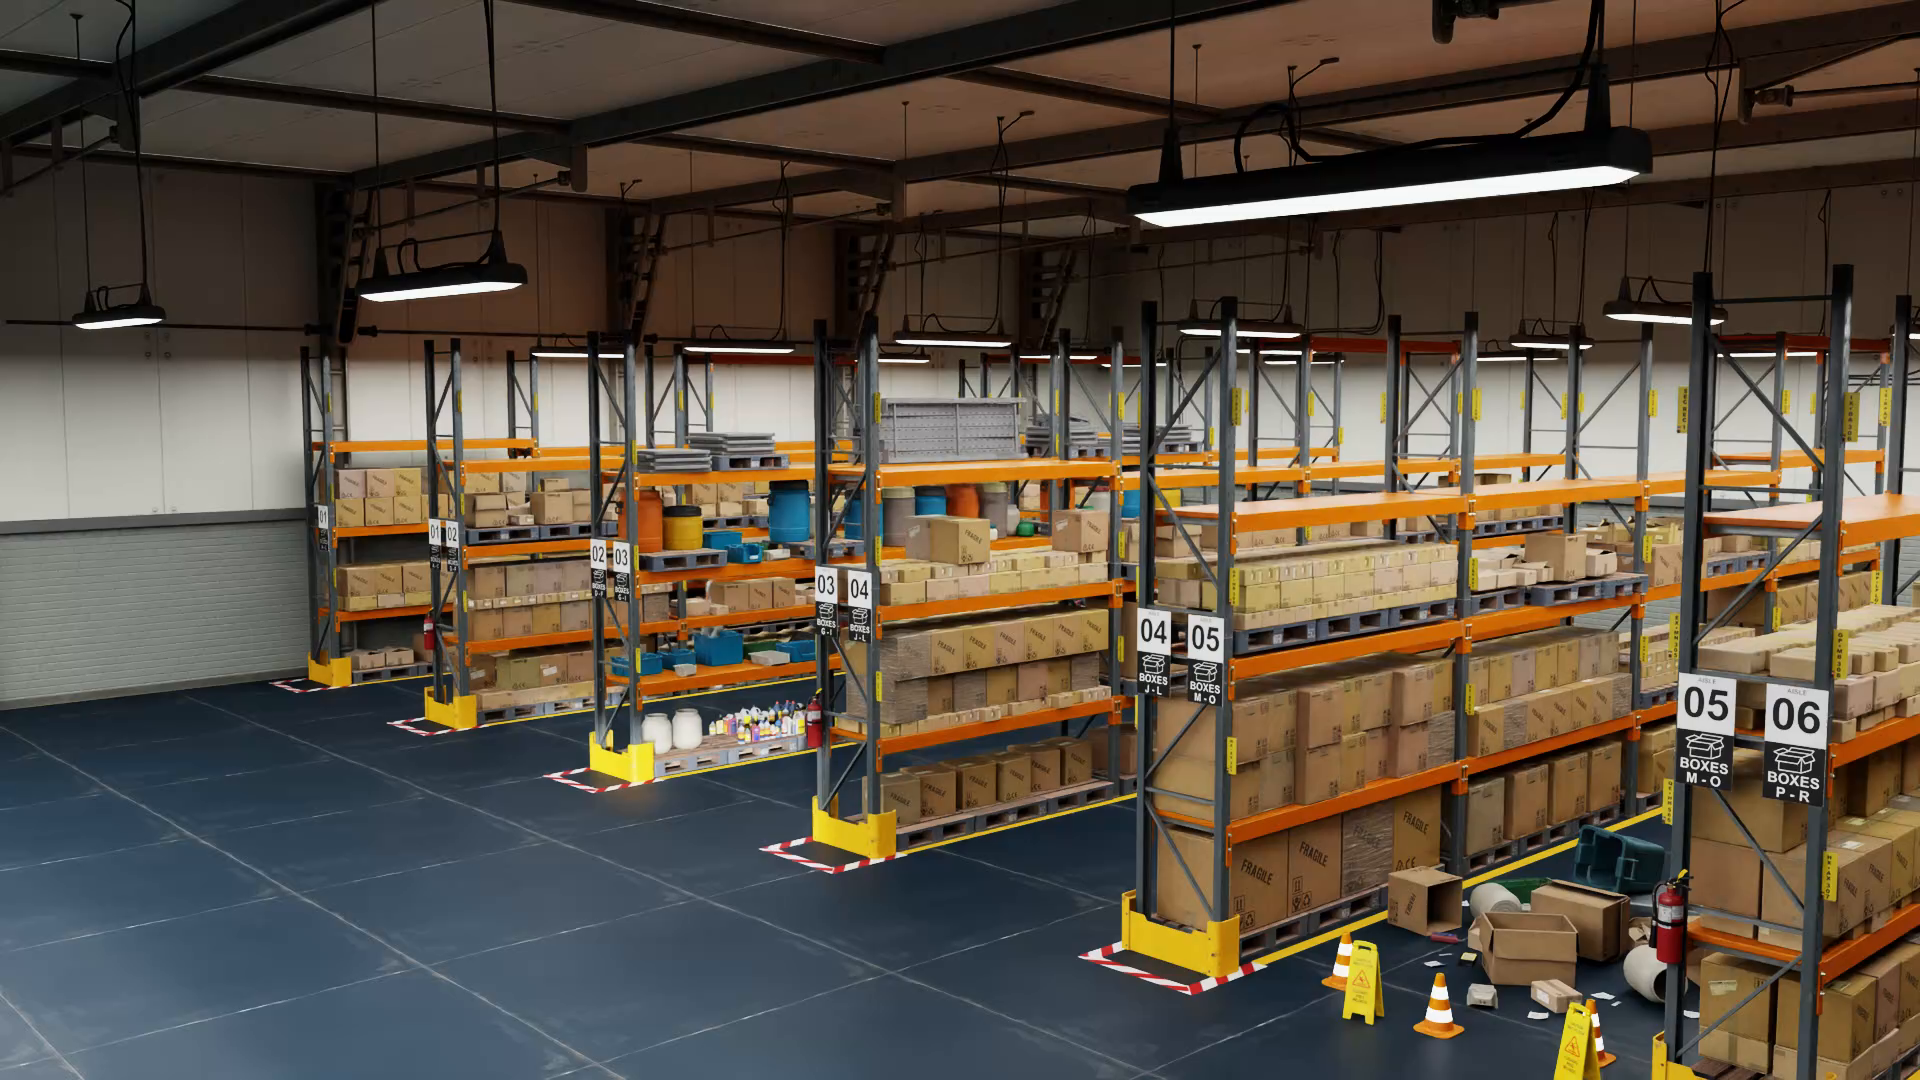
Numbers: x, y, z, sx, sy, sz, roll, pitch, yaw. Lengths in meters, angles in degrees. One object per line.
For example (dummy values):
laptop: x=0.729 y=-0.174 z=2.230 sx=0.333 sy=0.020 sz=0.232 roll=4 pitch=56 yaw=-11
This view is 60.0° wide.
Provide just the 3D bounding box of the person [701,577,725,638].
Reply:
person: x=-5.017 y=1.460 z=33.458 sx=0.517 sy=1.505 sz=0.468 roll=-2 pitch=6 yaw=-26
